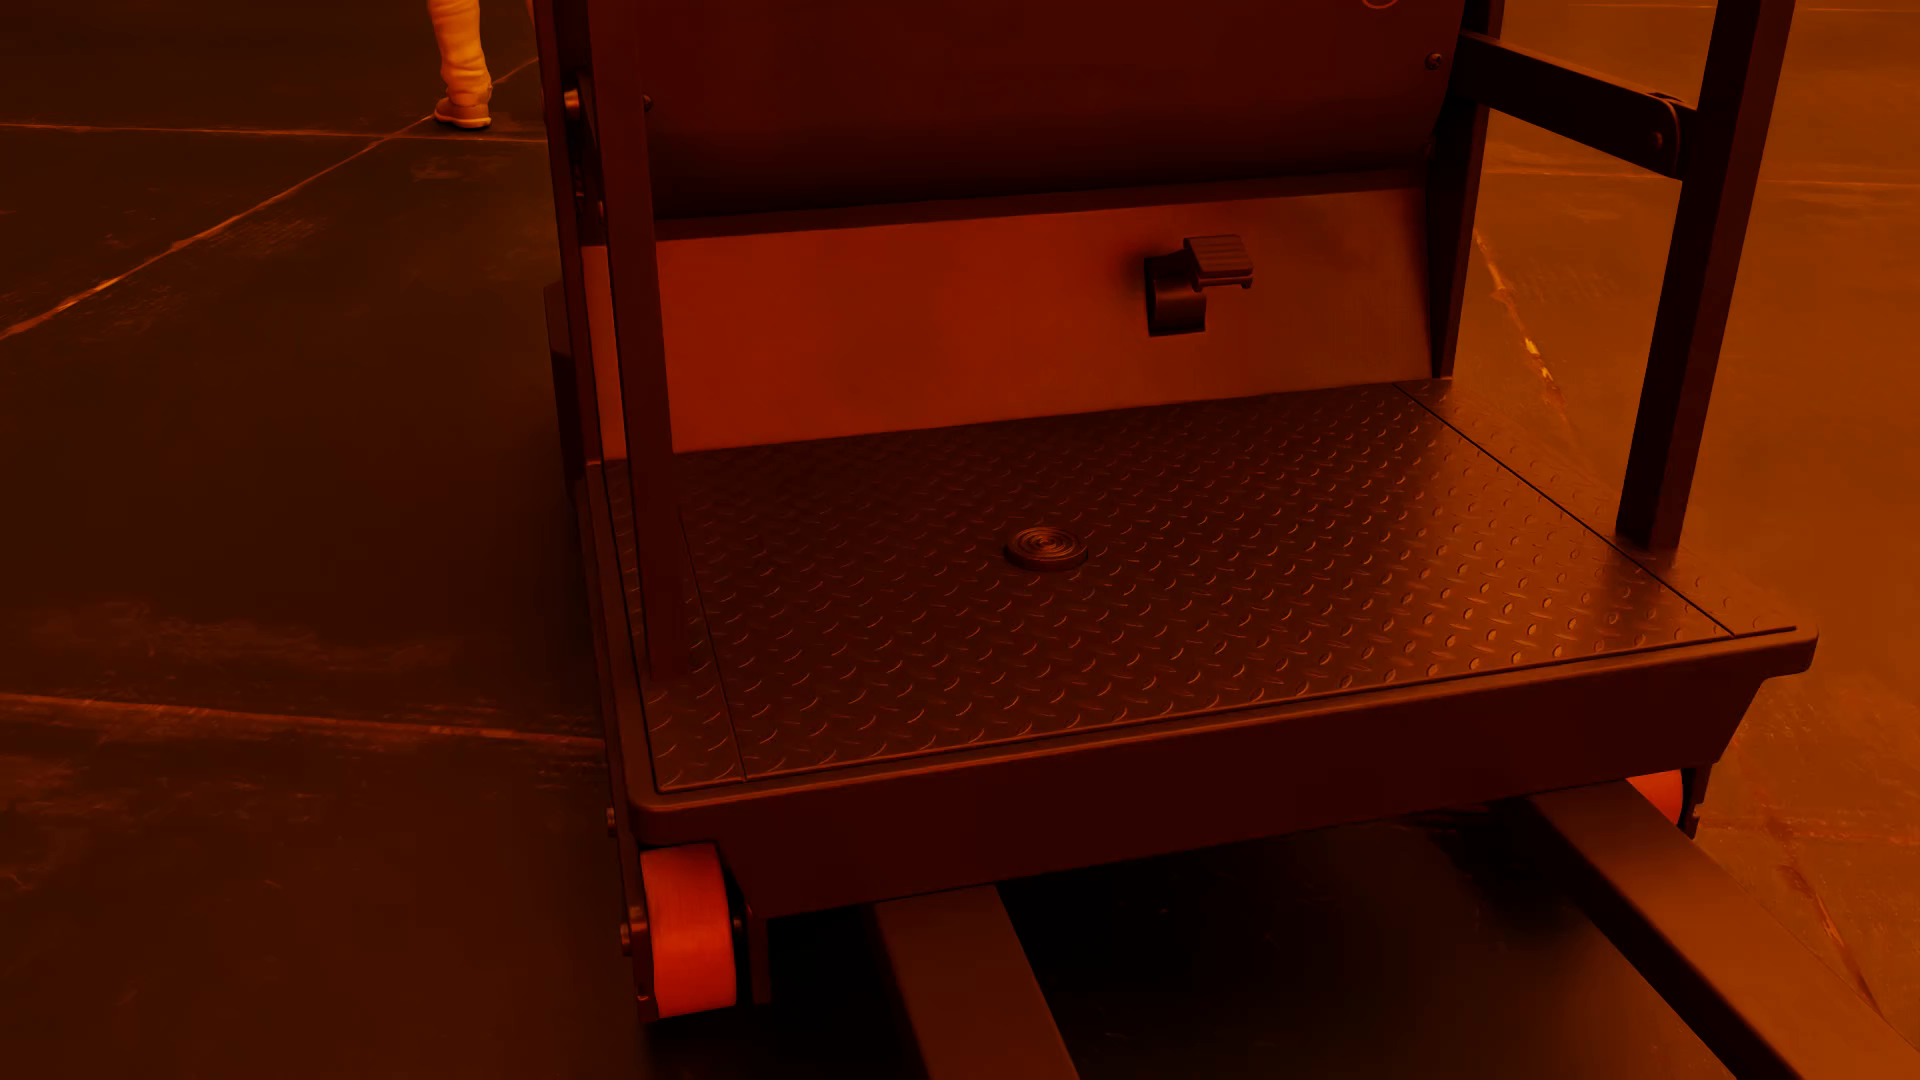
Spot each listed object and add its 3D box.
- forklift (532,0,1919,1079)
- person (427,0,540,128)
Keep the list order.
[{"bbox_3d":[0.153,-1.049,1.319,1.130,2.935,3.031,-7,27,-13],"label":"forklift"},{"bbox_3d":[-1.377,-2.032,4.709,0.565,1.667,0.465,-13,29,-24],"label":"person"}]
